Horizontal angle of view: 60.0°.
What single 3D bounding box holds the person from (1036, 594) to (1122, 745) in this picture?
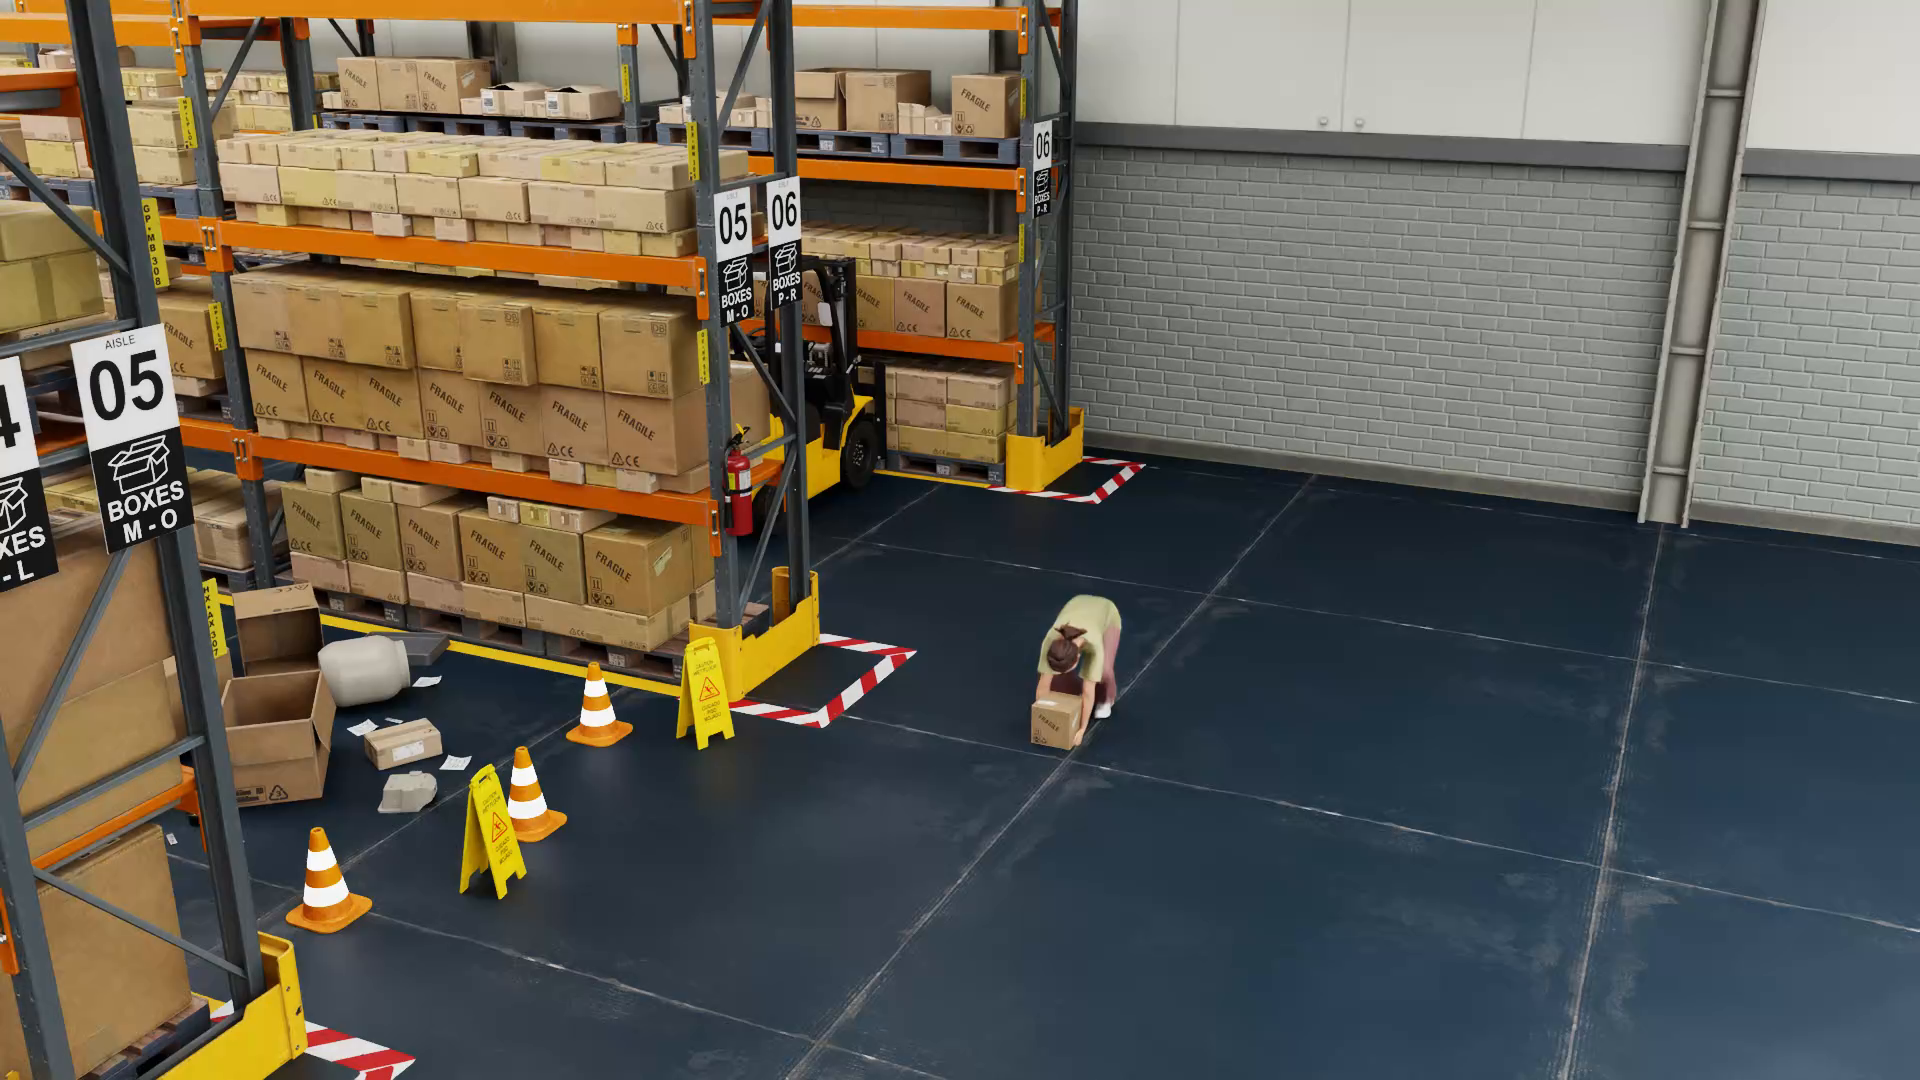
[{"bbox_3d":[0.736,0.775,10.283,0.466,0.755,0.867,8,21,21],"label":"person"}]
